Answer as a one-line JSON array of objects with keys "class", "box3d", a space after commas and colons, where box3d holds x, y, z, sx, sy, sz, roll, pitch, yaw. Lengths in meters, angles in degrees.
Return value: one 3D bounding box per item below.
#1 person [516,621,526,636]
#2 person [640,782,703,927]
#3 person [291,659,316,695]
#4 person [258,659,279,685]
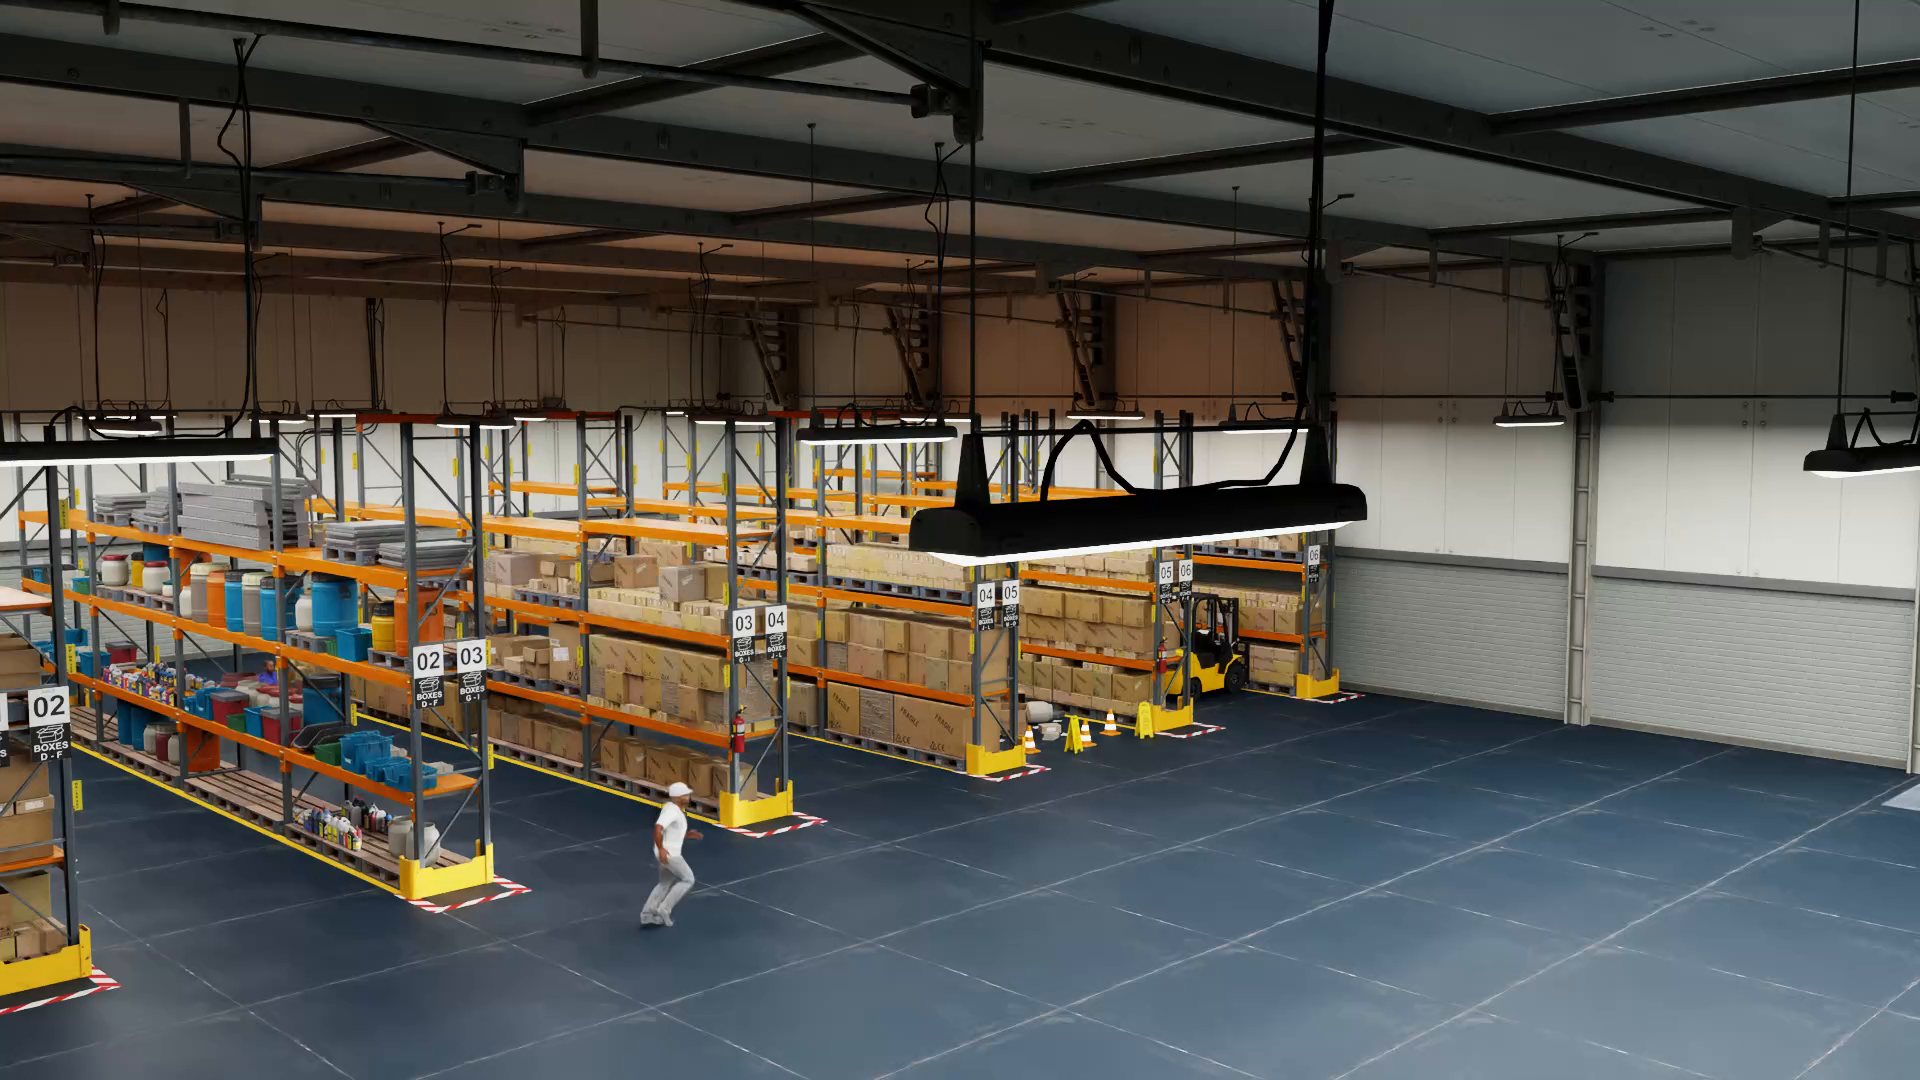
[{"class": "person", "box3d": [-10.933, 1.929, 41.174, 0.655, 1.681, 0.808, 2, 5, 20]}, {"class": "person", "box3d": [-3.441, 3.760, 19.834, 0.772, 1.740, 0.697, -1, 5, -14]}, {"class": "person", "box3d": [-12.666, 2.713, 32.110, 0.522, 1.713, 0.804, -4, 6, -37]}, {"class": "person", "box3d": [-12.225, 2.951, 29.427, 0.848, 1.714, 0.522, 5, 7, 43]}]
